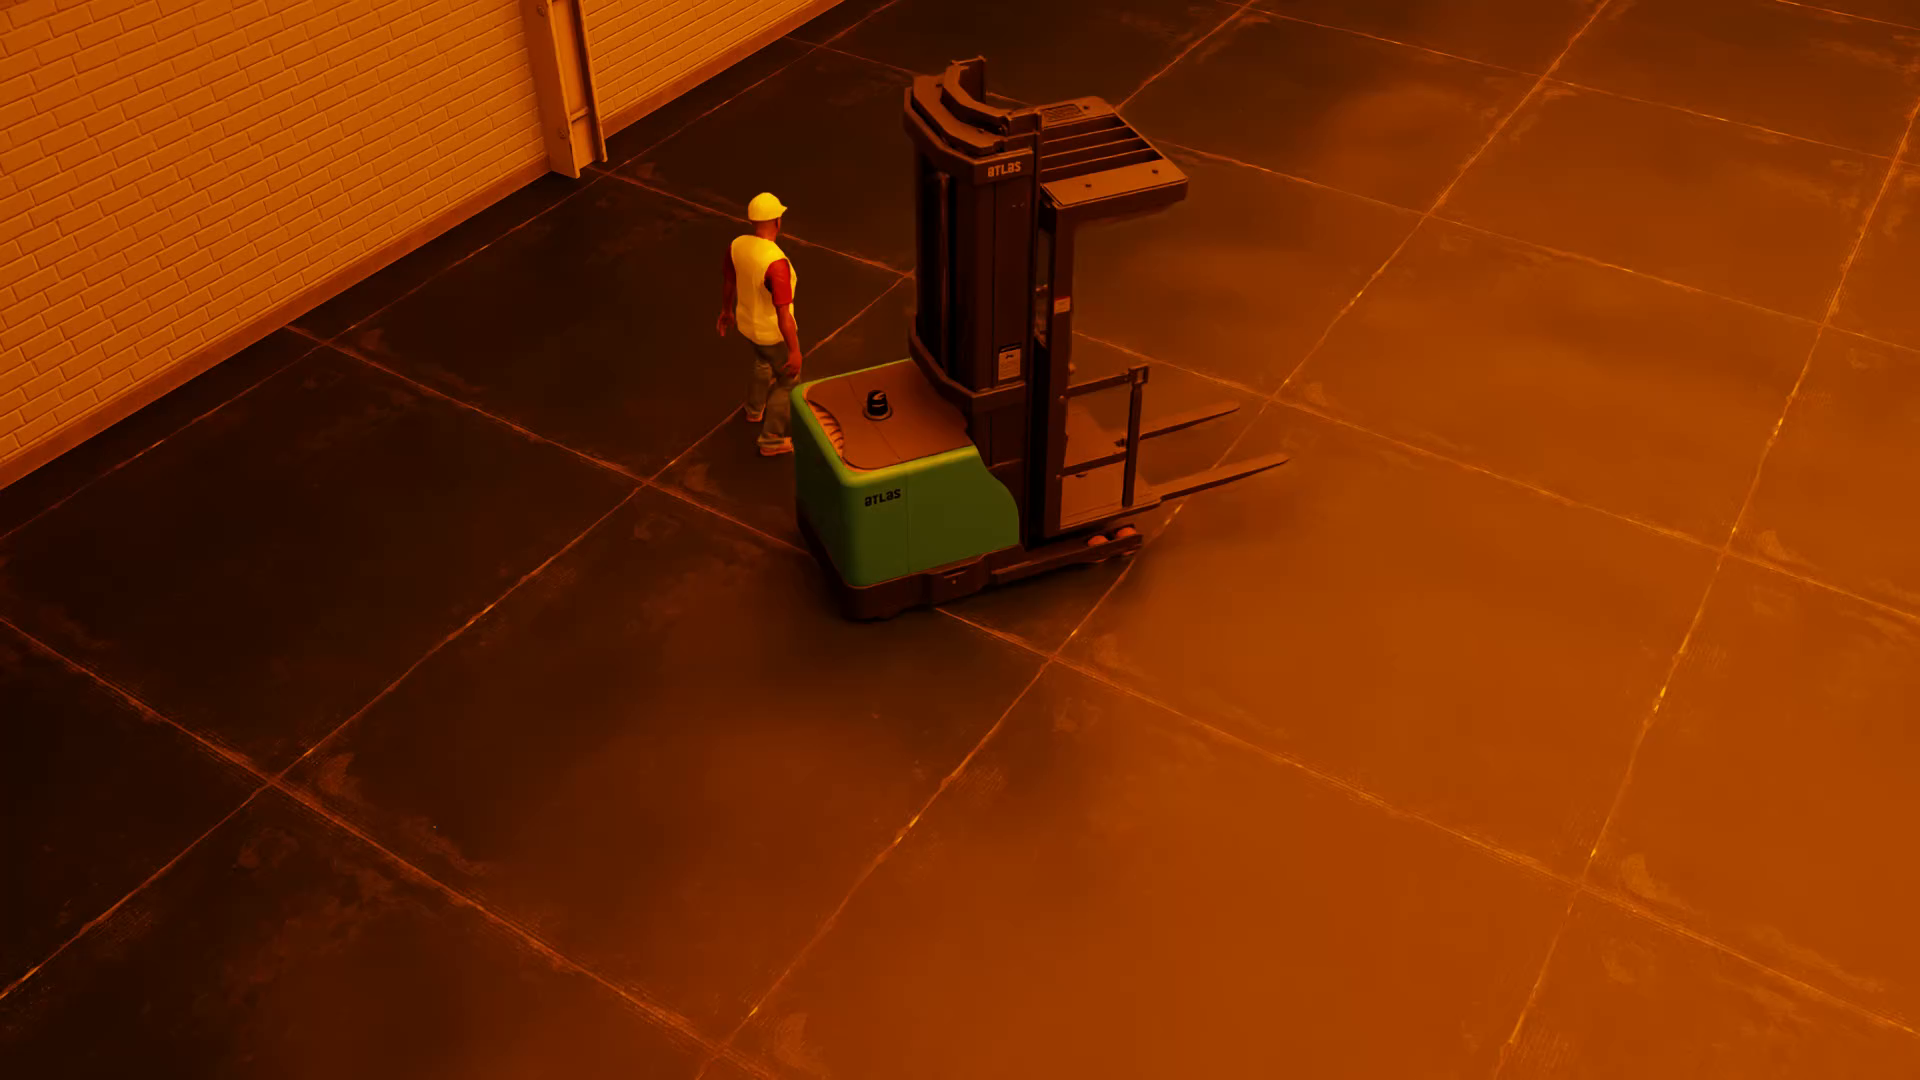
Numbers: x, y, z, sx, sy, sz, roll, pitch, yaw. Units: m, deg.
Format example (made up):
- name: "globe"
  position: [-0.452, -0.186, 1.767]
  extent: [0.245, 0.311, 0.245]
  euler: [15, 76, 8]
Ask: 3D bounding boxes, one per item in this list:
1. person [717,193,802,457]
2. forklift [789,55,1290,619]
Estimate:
- name: "person"
  position: [-1.200, -1.356, 10.517]
  extent: [0.472, 1.733, 0.883]
  euler: [-27, 47, -28]
- name: "forklift"
  position: [0.560, -1.279, 9.476]
  extent: [3.031, 2.935, 1.130]
  euler: [-15, 43, -17]
